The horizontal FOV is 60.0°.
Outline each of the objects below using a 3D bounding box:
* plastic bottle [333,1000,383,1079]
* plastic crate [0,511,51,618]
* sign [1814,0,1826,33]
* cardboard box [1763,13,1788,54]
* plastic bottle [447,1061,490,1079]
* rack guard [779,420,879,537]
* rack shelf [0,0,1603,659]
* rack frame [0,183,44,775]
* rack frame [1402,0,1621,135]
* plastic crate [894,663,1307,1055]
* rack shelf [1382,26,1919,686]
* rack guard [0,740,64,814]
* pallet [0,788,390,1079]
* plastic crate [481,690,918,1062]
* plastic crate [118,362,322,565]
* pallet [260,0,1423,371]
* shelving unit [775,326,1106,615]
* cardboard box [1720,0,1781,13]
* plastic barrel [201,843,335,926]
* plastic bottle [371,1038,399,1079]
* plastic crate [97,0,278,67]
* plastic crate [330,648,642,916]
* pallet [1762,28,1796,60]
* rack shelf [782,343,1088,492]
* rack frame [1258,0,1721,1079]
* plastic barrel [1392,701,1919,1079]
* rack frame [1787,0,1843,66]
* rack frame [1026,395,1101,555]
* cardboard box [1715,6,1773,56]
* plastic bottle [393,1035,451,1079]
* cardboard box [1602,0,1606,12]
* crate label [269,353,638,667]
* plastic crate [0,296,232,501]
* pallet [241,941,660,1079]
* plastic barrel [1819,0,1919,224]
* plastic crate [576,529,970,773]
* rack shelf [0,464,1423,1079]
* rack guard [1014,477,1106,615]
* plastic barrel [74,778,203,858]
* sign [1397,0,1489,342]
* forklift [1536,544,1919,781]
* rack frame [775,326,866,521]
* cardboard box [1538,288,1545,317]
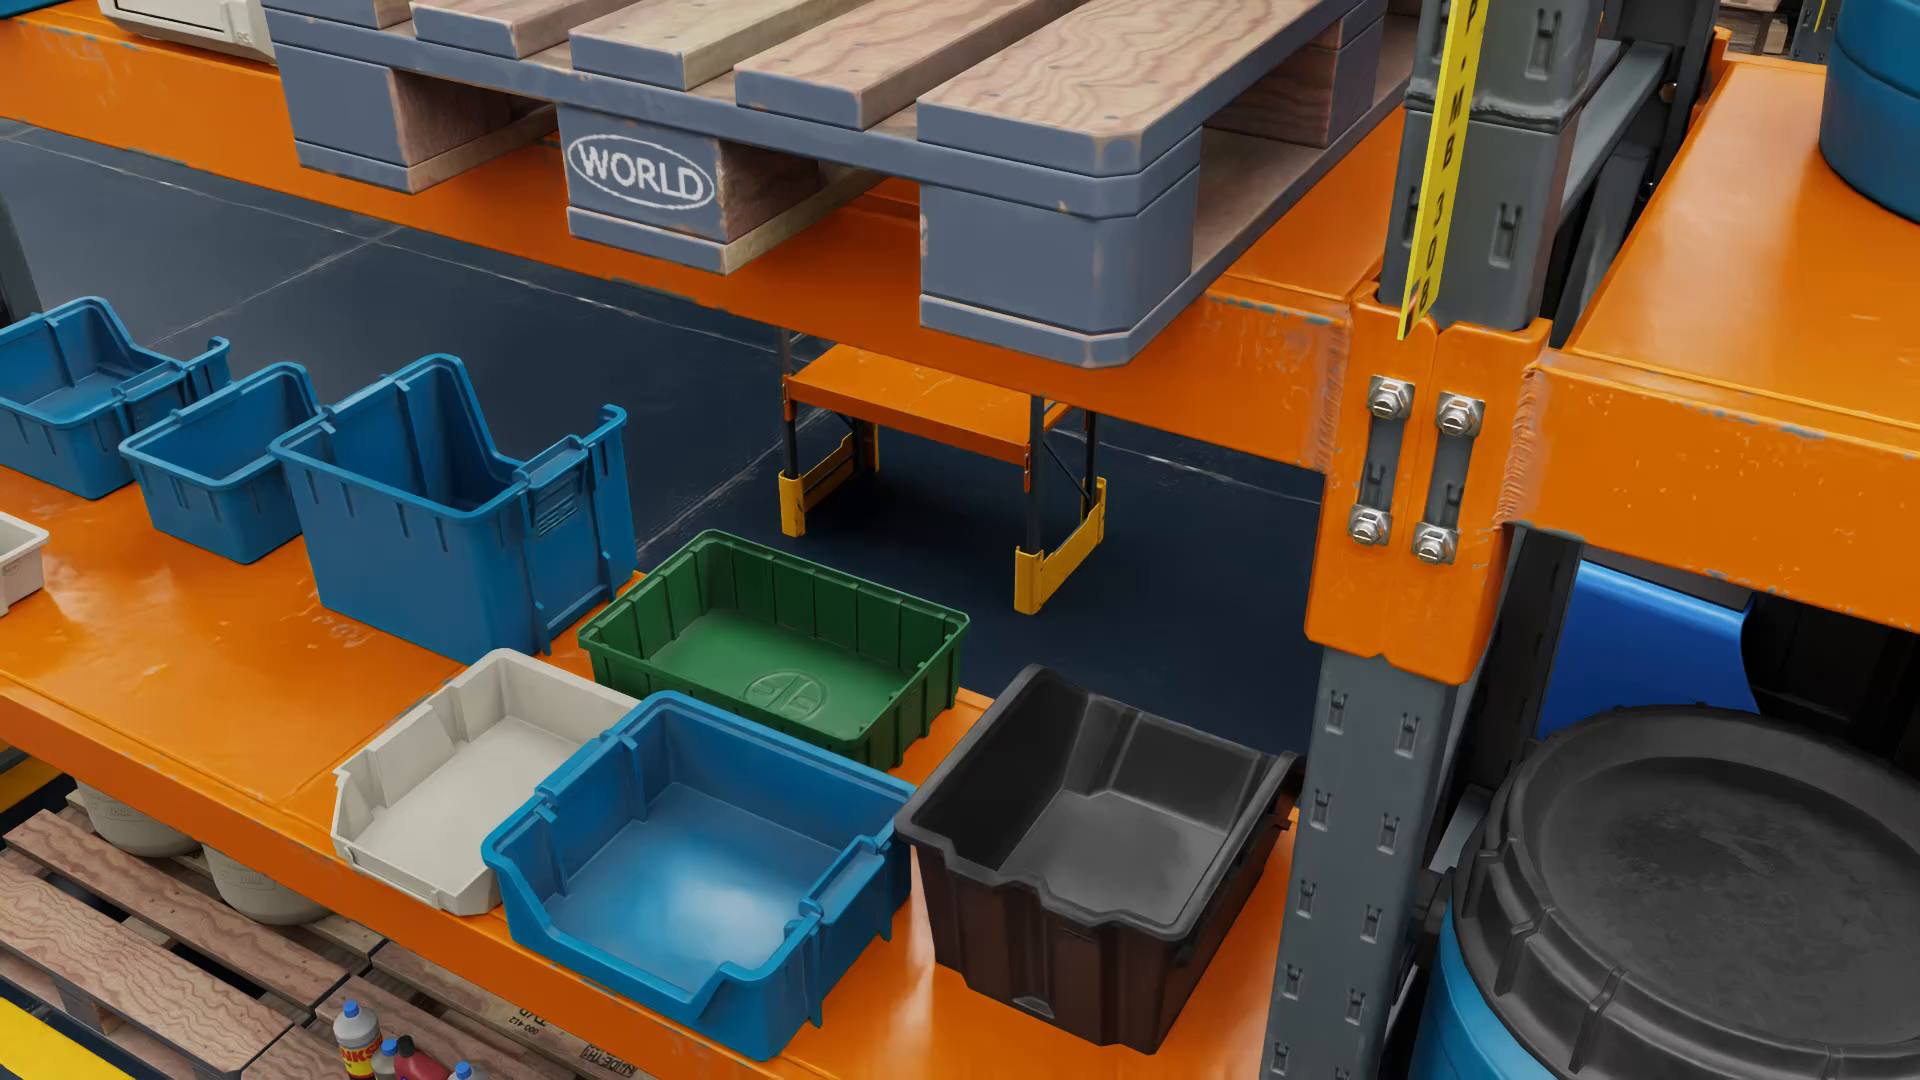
[{"bbox_3d":[-1.385,1.170,3.851,0.097,0.271,0.097,0,34,0],"label":"plastic bottle"},{"bbox_3d":[-2.187,0.080,3.662,0.250,0.136,0.298,18,37,24],"label":"plastic crate"},{"bbox_3d":[2.855,-1.839,5.453,0.005,0.325,0.100,18,37,24],"label":"sign"},{"bbox_3d":[5.105,-3.235,10.561,0.250,0.166,0.380,13,36,18],"label":"cardboard box"},{"bbox_3d":[-1.088,1.264,3.709,0.097,0.271,0.097,0,34,0],"label":"plastic bottle"},{"bbox_3d":[-0.499,-0.262,6.418,0.087,0.250,0.587,18,37,24],"label":"rack guard"},{"bbox_3d":[-1.068,-0.830,2.733,4.000,0.370,1.077,18,37,24],"label":"rack shelf"},{"bbox_3d":[-2.805,-0.431,4.191,0.127,3.000,1.000,18,37,24],"label":"rack frame"},{"bbox_3d":[0.668,-1.828,0.876,0.127,3.000,1.000,18,37,24],"label":"rack frame"},{"bbox_3d":[0.277,0.490,2.864,0.504,0.338,0.767,18,37,24],"label":"plastic crate"},{"bbox_3d":[2.405,0.270,1.081,4.000,0.370,1.077,18,37,24],"label":"rack shelf"},{"bbox_3d":[-2.715,0.608,4.886,0.348,0.500,1.175,18,37,24],"label":"rack guard"},{"bbox_3d":[-2.013,0.954,4.627,1.213,0.211,1.003,18,37,24],"label":"pallet"},{"bbox_3d":[-0.427,0.557,2.841,0.616,0.251,0.499,18,37,24],"label":"plastic crate"},{"bbox_3d":[-1.661,-0.194,3.969,0.408,0.251,0.499,18,37,24],"label":"plastic crate"},{"bbox_3d":[-0.007,-0.652,1.987,1.003,0.211,1.213,18,37,24],"label":"pallet"},{"bbox_3d":[-0.066,-0.645,5.866,1.083,1.500,0.587,18,37,24],"label":"shelving unit"},{"bbox_3d":[2.787,-1.997,5.867,0.250,0.149,0.380,18,37,24],"label":"cardboard box"},{"bbox_3d":[-1.760,0.712,4.340,0.421,0.512,0.421,0,34,0],"label":"plastic barrel"},{"bbox_3d":[-1.295,1.228,3.828,0.097,0.201,0.097,0,34,0],"label":"plastic bottle"},{"bbox_3d":[-0.926,-0.716,2.151,0.396,0.136,0.243,18,37,24],"label":"plastic crate"},{"bbox_3d":[-0.867,0.454,3.099,0.437,0.136,0.530,18,37,24],"label":"plastic crate"},{"bbox_3d":[4.983,-3.105,10.723,1.213,0.211,1.003,18,37,24],"label":"pallet"},{"bbox_3d":[-0.074,-0.498,5.969,1.000,0.185,0.538,18,37,24],"label":"rack shelf"},{"bbox_3d":[0.668,0.669,2.539,0.127,3.000,1.000,18,37,24],"label":"rack frame"},{"bbox_3d":[0.853,0.713,2.021,0.708,0.901,0.600,18,37,24],"label":"plastic barrel"},{"bbox_3d":[3.129,-1.713,6.117,0.127,3.000,1.000,18,37,24],"label":"rack frame"},{"bbox_3d":[0.367,-0.508,5.660,0.032,1.500,0.500,18,37,24],"label":"rack frame"},{"bbox_3d":[2.741,-1.874,6.268,0.500,0.500,0.700,17,37,23],"label":"cardboard box"},{"bbox_3d":[-1.198,1.236,3.741,0.133,0.283,0.061,18,38,25],"label":"plastic bottle"},{"bbox_3d":[2.280,-2.016,6.481,0.500,0.500,0.700,17,37,24],"label":"cardboard box"},{"bbox_3d":[-1.072,-0.070,3.616,0.616,0.435,0.502,18,37,24],"label":"crate label"},{"bbox_3d":[-2.222,-0.375,4.242,0.616,0.251,0.499,18,37,24],"label":"plastic crate"},{"bbox_3d":[-0.958,1.290,4.122,1.213,0.211,1.003,18,37,24],"label":"pallet"},{"bbox_3d":[1.217,-0.753,1.515,0.708,0.901,0.600,18,37,24],"label":"plastic barrel"},{"bbox_3d":[-0.370,0.248,3.362,0.662,0.188,0.450,18,37,24],"label":"plastic crate"},{"bbox_3d":[-1.068,0.419,3.564,4.000,0.370,1.077,18,37,24],"label":"rack shelf"},{"bbox_3d":[0.366,0.012,6.007,0.087,0.250,0.587,18,37,24],"label":"rack guard"},{"bbox_3d":[-2.195,0.574,4.547,0.421,0.512,0.421,0,34,0],"label":"plastic barrel"},{"bbox_3d":[0.386,-0.321,1.312,0.005,0.325,0.100,18,37,24],"label":"sign"},{"bbox_3d":[2.755,-0.118,3.783,3.031,2.935,1.130,22,39,29],"label":"forklift"},{"bbox_3d":[-0.515,-0.788,6.079,0.032,1.500,0.500,18,37,24],"label":"rack frame"},{"bbox_3d":[2.190,-1.221,6.803,0.500,0.500,0.500,18,37,24],"label":"cardboard box"}]
